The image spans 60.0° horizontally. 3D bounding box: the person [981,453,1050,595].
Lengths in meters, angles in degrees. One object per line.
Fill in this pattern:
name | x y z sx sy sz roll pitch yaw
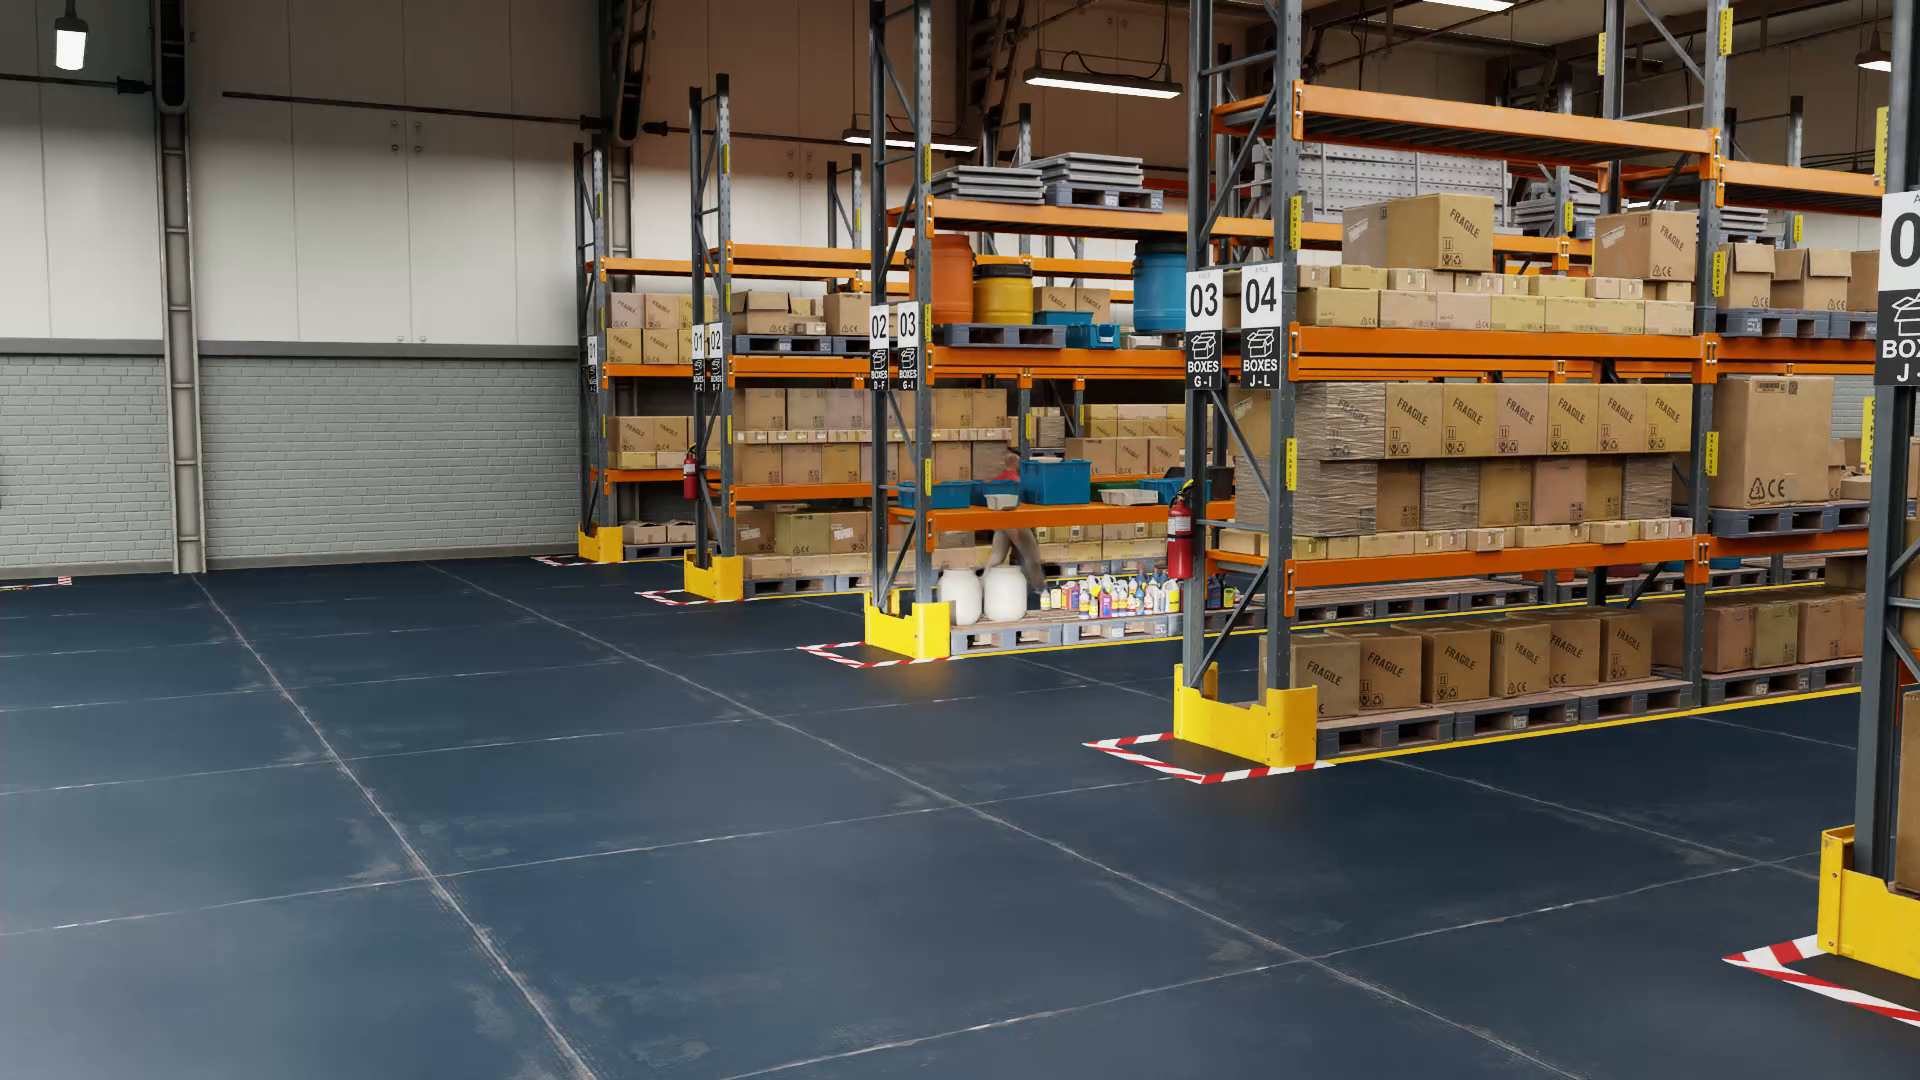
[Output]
person | 0.668 -0.185 19.313 1.043 1.662 0.548 -4 7 -41
